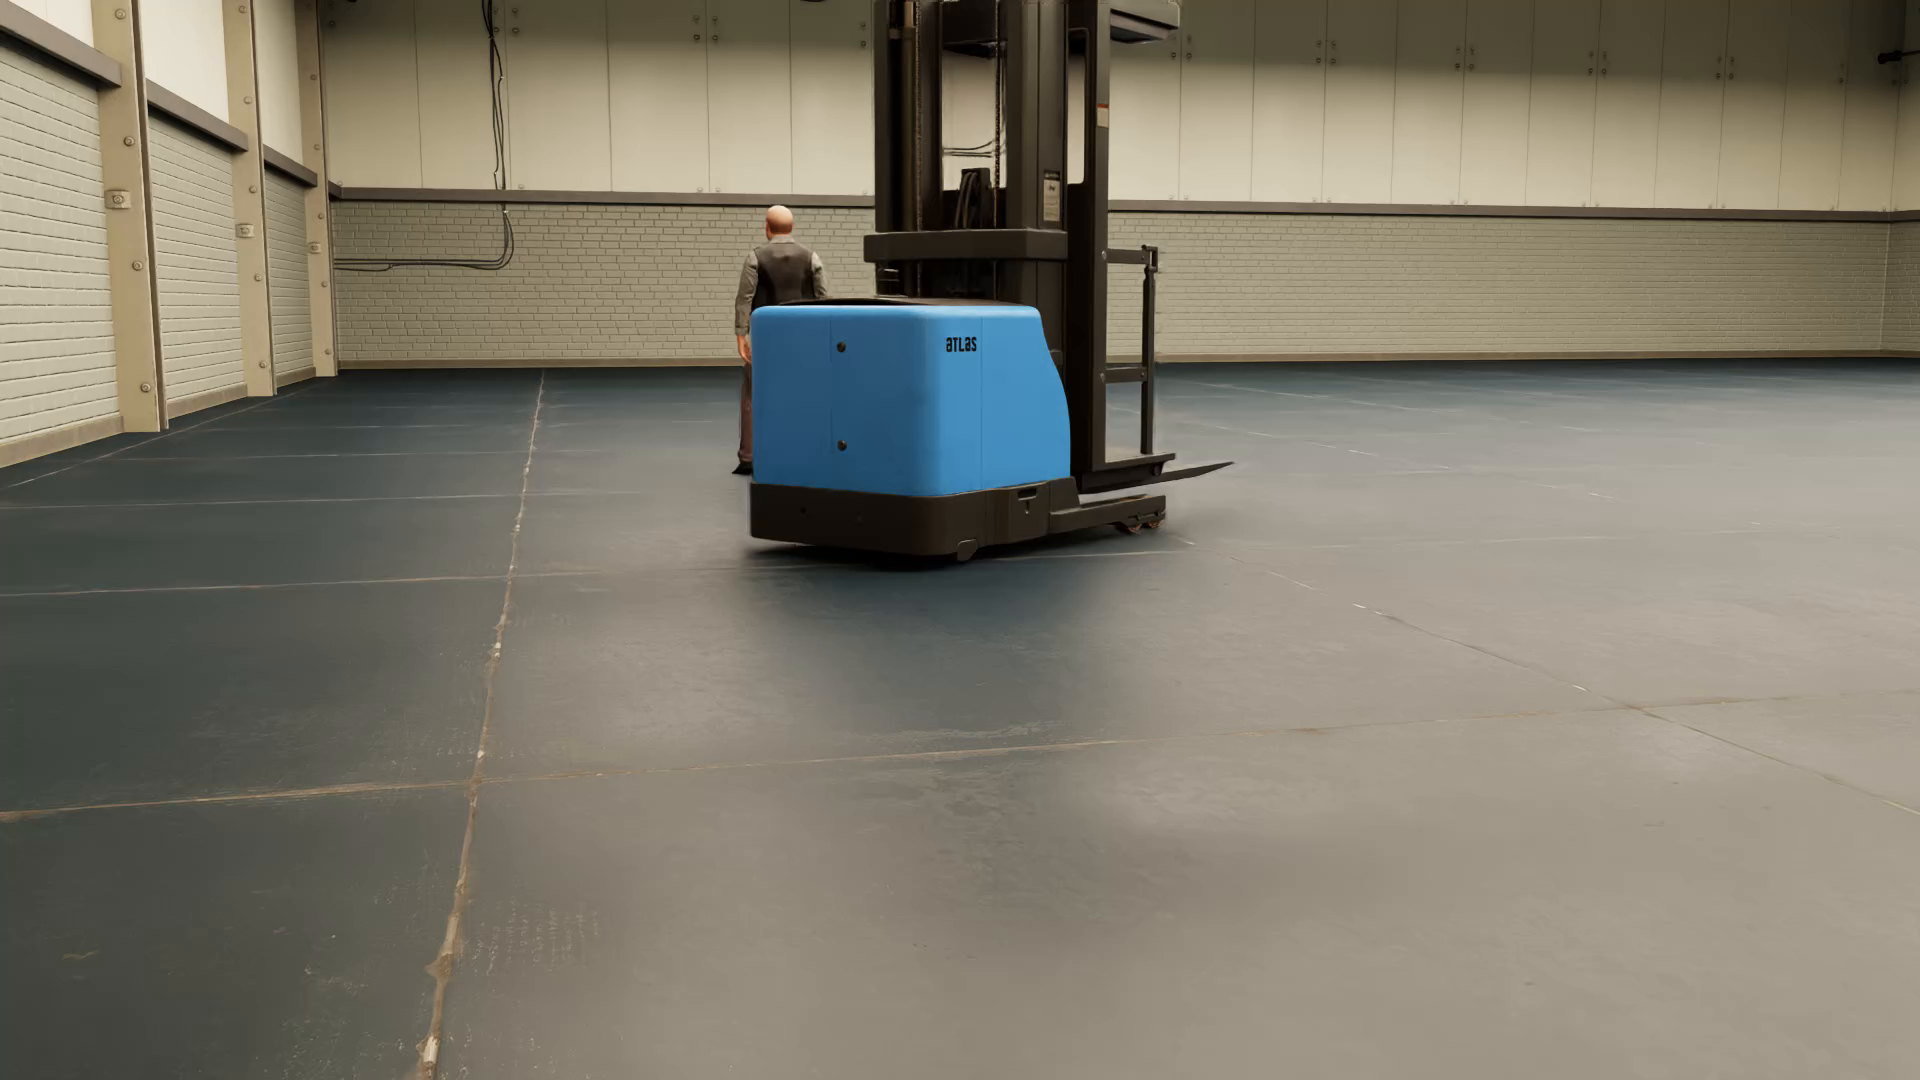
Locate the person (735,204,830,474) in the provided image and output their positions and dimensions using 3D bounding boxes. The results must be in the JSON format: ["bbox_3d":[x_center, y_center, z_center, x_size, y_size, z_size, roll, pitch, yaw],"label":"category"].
[{"bbox_3d":[-1.154,-1.256,10.661,0.615,1.754,0.527,-3,8,-18],"label":"person"}]

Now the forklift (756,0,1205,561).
[{"bbox_3d":[0.307,-1.527,8.041,1.130,2.935,3.031,5,9,31],"label":"forklift"}]
